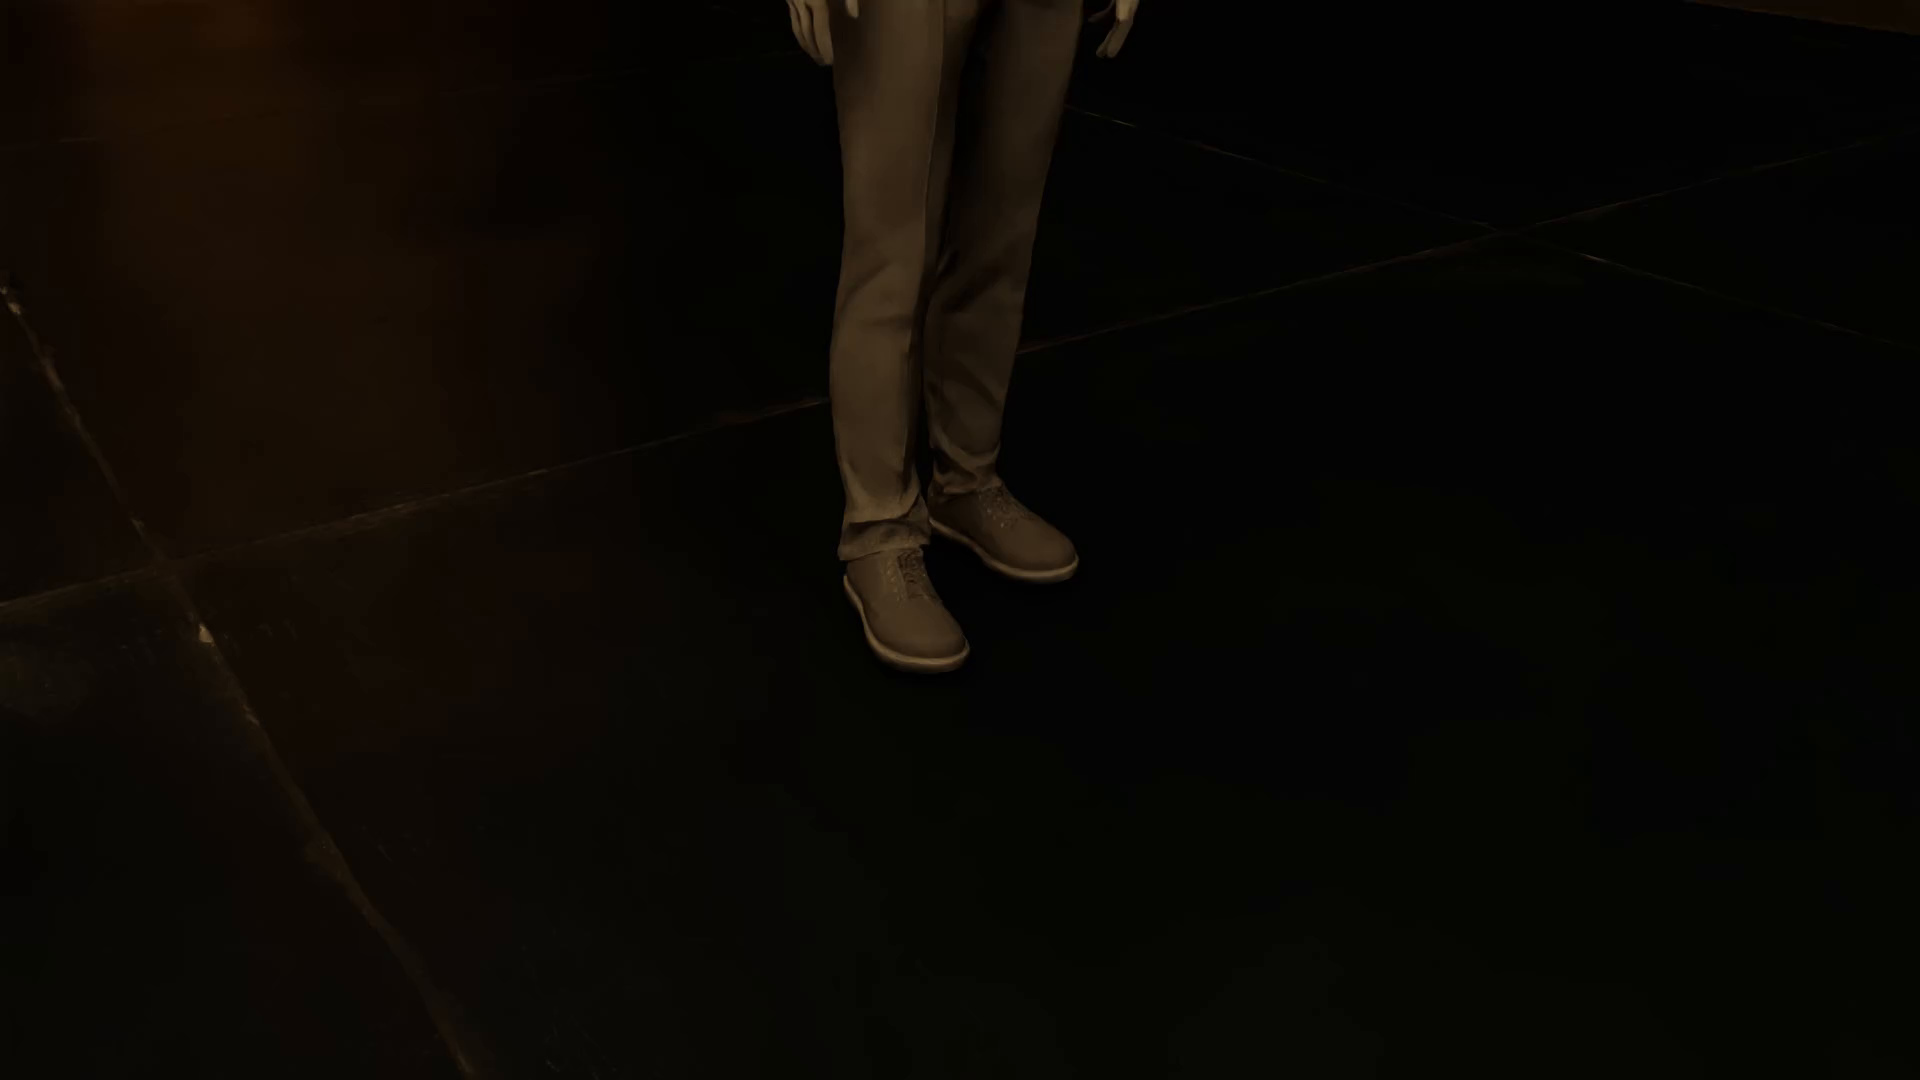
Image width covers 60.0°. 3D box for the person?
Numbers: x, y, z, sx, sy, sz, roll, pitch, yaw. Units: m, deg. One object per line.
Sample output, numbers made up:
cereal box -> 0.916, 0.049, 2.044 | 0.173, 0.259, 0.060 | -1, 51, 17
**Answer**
person -> 0.033, -0.737, 2.063 | 0.586, 1.695, 0.532 | -17, 31, -31
